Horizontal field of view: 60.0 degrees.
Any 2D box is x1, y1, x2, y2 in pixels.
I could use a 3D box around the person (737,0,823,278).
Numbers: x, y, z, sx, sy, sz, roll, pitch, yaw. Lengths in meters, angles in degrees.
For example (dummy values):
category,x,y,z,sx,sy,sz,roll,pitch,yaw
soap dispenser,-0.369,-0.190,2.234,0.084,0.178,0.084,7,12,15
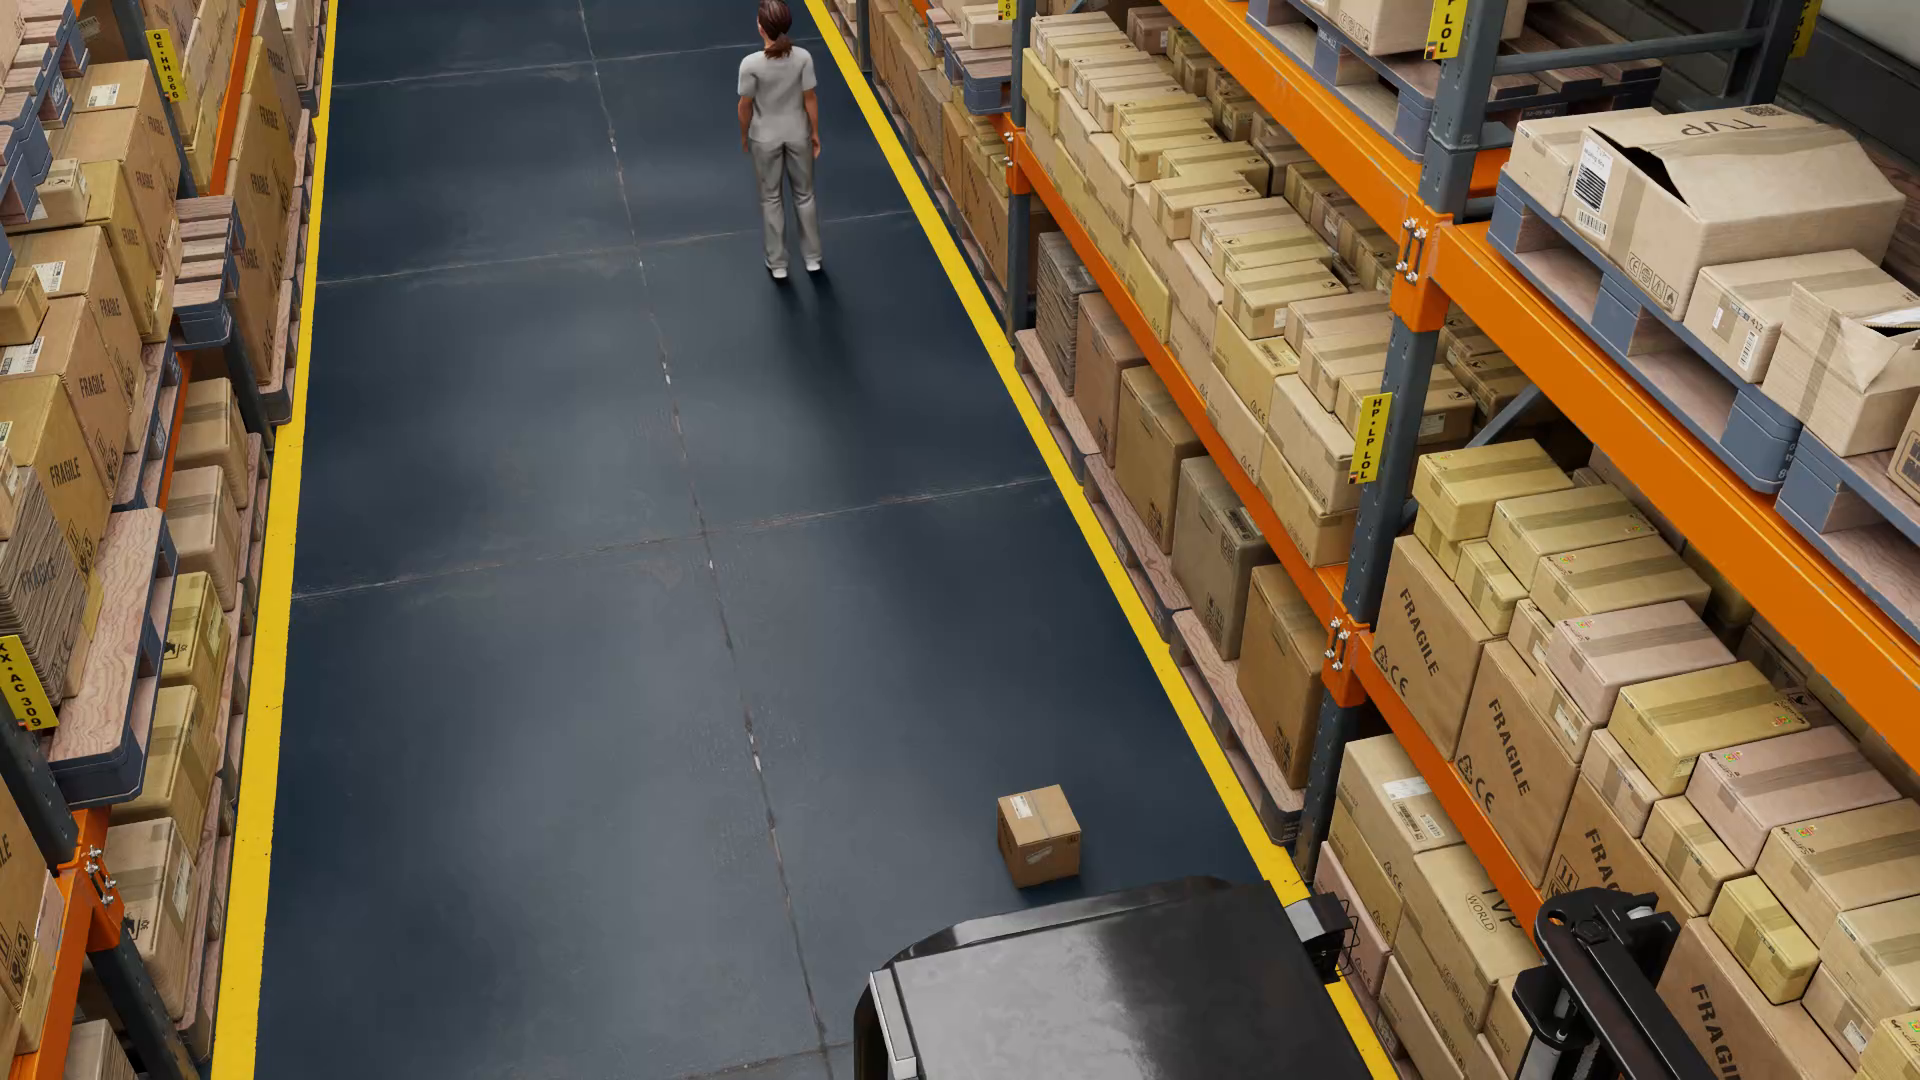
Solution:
category,x,y,z,sx,sy,sz,roll,pitch,yaw
person,-1.027,-2.281,9.506,0.459,1.683,0.440,-10,39,-13
